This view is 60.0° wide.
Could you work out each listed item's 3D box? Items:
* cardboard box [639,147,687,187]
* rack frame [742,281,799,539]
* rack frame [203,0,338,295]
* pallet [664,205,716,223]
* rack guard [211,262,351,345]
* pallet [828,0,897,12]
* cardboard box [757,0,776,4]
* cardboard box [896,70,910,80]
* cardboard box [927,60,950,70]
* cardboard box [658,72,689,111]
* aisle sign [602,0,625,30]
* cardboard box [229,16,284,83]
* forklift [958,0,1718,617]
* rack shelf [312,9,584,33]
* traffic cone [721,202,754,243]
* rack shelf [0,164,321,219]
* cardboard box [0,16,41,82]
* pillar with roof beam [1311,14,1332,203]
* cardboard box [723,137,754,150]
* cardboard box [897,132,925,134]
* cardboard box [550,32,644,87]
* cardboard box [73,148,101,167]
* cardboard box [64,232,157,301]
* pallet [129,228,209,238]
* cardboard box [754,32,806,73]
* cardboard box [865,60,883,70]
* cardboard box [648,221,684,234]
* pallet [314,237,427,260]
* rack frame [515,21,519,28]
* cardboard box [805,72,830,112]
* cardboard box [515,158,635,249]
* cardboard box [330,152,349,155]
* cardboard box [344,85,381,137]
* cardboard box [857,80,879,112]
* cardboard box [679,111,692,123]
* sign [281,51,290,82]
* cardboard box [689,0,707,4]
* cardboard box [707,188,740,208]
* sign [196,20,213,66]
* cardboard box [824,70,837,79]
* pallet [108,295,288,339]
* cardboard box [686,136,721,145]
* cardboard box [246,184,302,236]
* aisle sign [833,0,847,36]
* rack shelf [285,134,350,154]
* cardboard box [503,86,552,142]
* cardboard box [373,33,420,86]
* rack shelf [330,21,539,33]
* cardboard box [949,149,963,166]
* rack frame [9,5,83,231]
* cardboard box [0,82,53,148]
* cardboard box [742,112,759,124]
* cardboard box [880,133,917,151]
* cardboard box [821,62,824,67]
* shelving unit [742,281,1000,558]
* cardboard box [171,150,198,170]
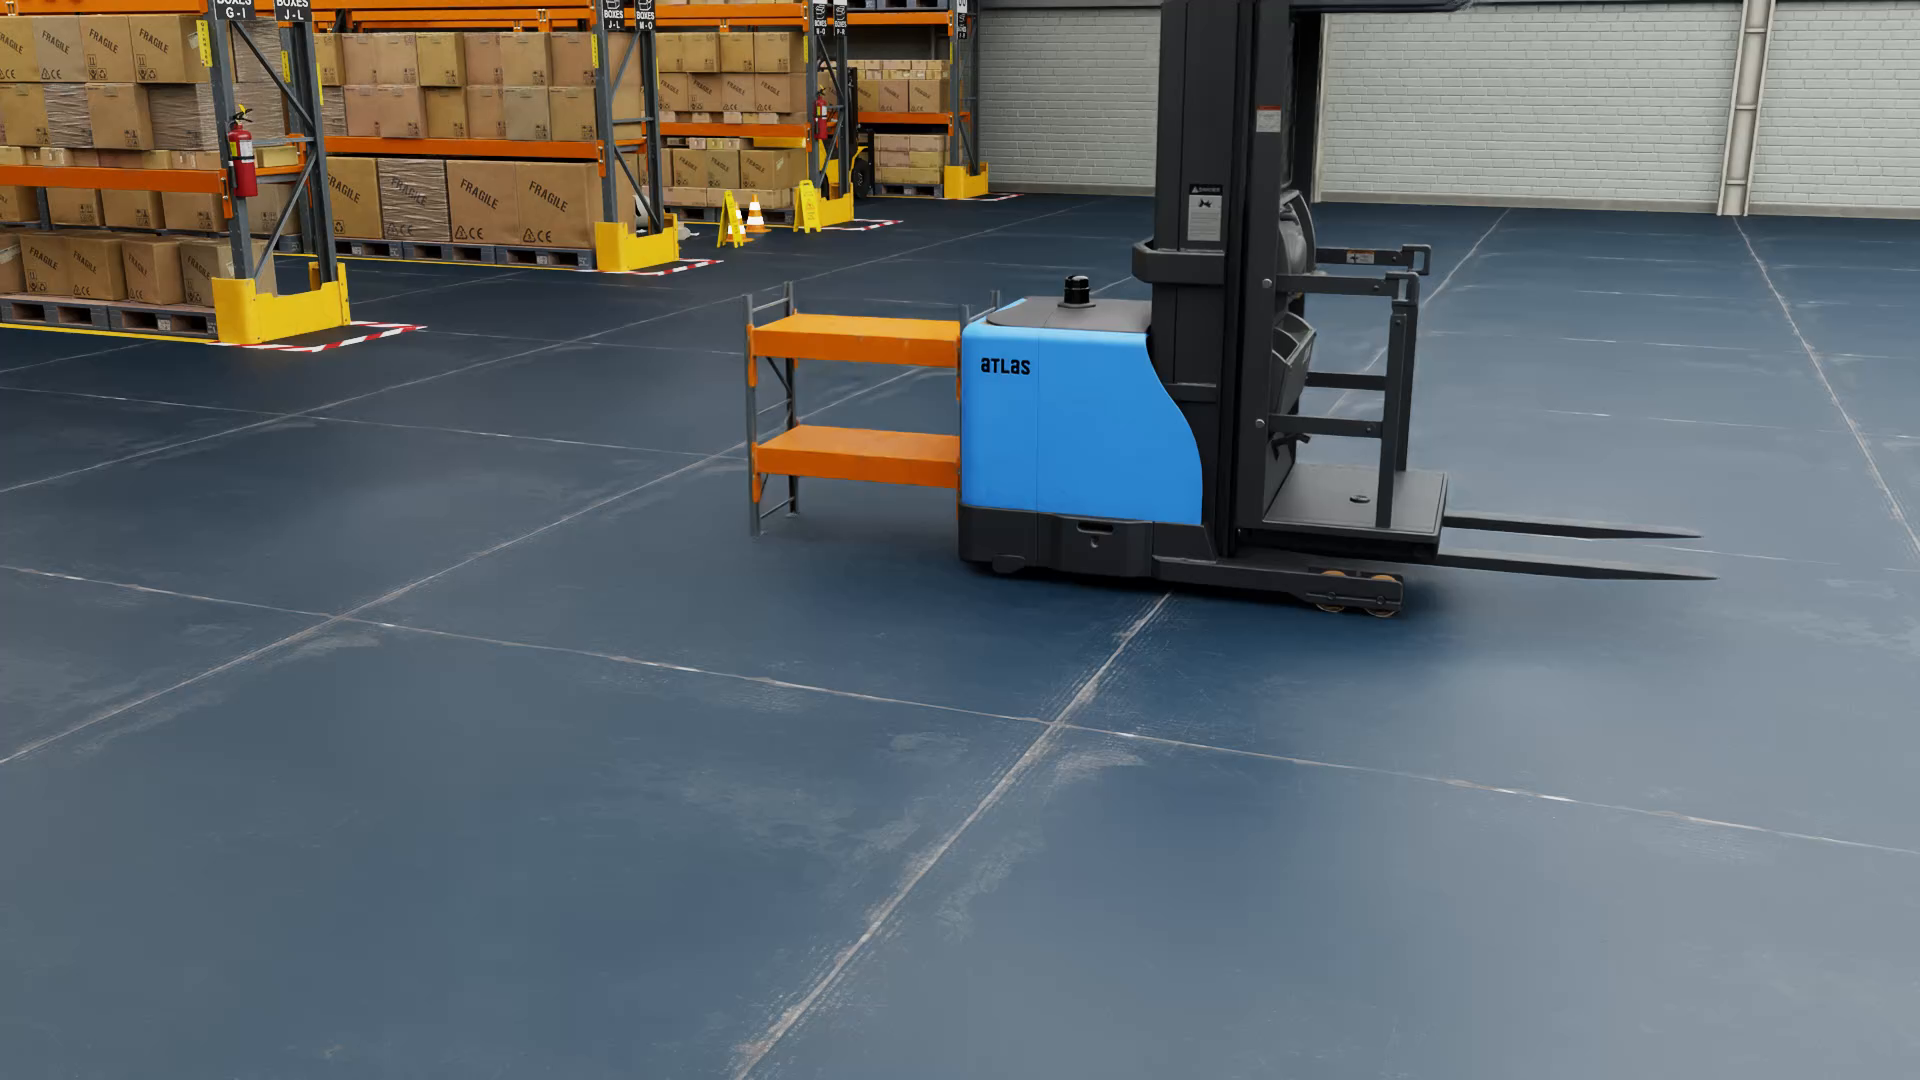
[{"bbox_3d":[-4.026,-5.097,22.684,0.500,0.500,0.500,7,18,24],"label":"cardboard box"},{"bbox_3d":[-0.878,-0.612,7.763,0.032,1.125,0.500,5,17,17],"label":"rack frame"},{"bbox_3d":[-5.375,-3.112,13.012,0.127,3.000,1.000,6,17,21],"label":"rack frame"},{"bbox_3d":[-3.683,-4.568,23.030,1.213,0.211,1.003,6,17,21],"label":"pallet"},{"bbox_3d":[-5.445,-1.919,13.388,0.348,0.500,1.175,6,17,21],"label":"rack guard"},{"bbox_3d":[-1.708,-8.571,26.596,1.213,0.211,1.003,6,17,21],"label":"pallet"},{"bbox_3d":[-2.416,-6.983,21.417,0.250,0.149,0.380,6,17,21],"label":"cardboard box"},{"bbox_3d":[-0.814,-7.353,26.279,0.250,0.149,0.380,7,17,22],"label":"cardboard box"},{"bbox_3d":[-0.331,-7.454,26.094,0.250,0.149,0.380,6,17,21],"label":"cardboard box"},{"bbox_3d":[-3.737,-6.018,22.311,0.500,0.500,0.500,6,17,21],"label":"cardboard box"},{"bbox_3d":[-3.505,-5.551,16.753,0.004,0.787,0.394,6,17,21],"label":"aisle sign"},{"bbox_3d":[-5.786,-3.910,13.255,0.500,0.500,0.500,6,17,21],"label":"cardboard box"},{"bbox_3d":[1.567,-1.266,6.779,3.031,2.935,1.130,5,17,17],"label":"forklift"},{"bbox_3d":[-7.320,-7.391,23.662,4.000,0.370,1.077,6,17,21],"label":"rack shelf"},{"bbox_3d":[-2.703,-3.850,20.107,0.334,0.463,0.336,6,17,21],"label":"traffic cone"},{"bbox_3d":[-7.235,-2.971,13.817,4.000,0.370,1.077,6,17,21],"label":"rack shelf"},{"bbox_3d":[-7.370,-3.930,13.324,0.500,0.500,0.500,6,17,21],"label":"cardboard box"},{"bbox_3d":[3.764,-8.426,20.555,0.400,9.000,9.100,6,17,21],"label":"pillar with roof beam"},{"bbox_3d":[-2.945,-5.269,22.114,0.250,0.149,0.380,7,18,22],"label":"cardboard box"},{"bbox_3d":[-0.764,-6.480,26.998,0.500,0.250,0.500,6,17,21],"label":"cardboard box"},{"bbox_3d":[-3.792,-5.027,17.402,0.550,0.550,0.875,6,17,21],"label":"cardboard box"},{"bbox_3d":[-6.884,-3.090,13.389,0.250,0.149,0.380,6,17,21],"label":"cardboard box"},{"bbox_3d":[-7.093,-2.303,13.955,0.500,0.500,0.500,8,18,26],"label":"cardboard box"},{"bbox_3d":[-9.066,-3.642,19.839,1.213,0.211,1.003,6,17,21],"label":"pallet"},{"bbox_3d":[-2.294,-6.349,21.656,0.500,0.500,0.700,6,17,19],"label":"cardboard box"},{"bbox_3d":[-1.313,-7.534,26.368,0.250,0.149,0.380,7,18,22],"label":"cardboard box"},{"bbox_3d":[-3.698,-3.923,20.920,0.380,0.149,0.250,-12,20,-37],"label":"cardboard box"},{"bbox_3d":[-6.503,-3.360,18.868,1.213,0.211,1.003,6,17,21],"label":"pallet"},{"bbox_3d":[-7.363,-7.788,29.120,0.127,3.000,1.000,6,17,21],"label":"rack frame"},{"bbox_3d":[-2.077,-5.993,22.225,0.500,0.500,0.500,6,17,20],"label":"cardboard box"},{"bbox_3d":[-4.116,-3.621,17.826,0.875,0.875,0.875,6,17,21],"label":"cardboard box"},{"bbox_3d":[-9.793,-5.774,25.240,0.875,0.875,0.875,6,17,20],"label":"cardboard box"},{"bbox_3d":[-6.314,-4.784,18.504,0.550,0.550,0.875,6,17,21],"label":"cardboard box"},{"bbox_3d":[-1.431,-7.108,26.598,0.500,0.500,0.500,6,17,20],"label":"cardboard box"},{"bbox_3d":[-3.580,-5.706,22.397,0.250,0.149,0.380,6,17,21],"label":"cardboard box"},{"bbox_3d":[-7.372,-5.173,18.179,0.005,0.325,0.100,6,17,21],"label":"sign"},{"bbox_3d":[-3.354,-7.104,21.835,0.250,0.149,0.380,6,17,19],"label":"cardboard box"},{"bbox_3d":[-3.068,-4.631,22.425,0.500,0.250,0.500,6,17,21],"label":"cardboard box"},{"bbox_3d":[-5.597,-3.678,12.318,0.005,0.325,0.100,6,17,21],"label":"sign"},{"bbox_3d":[-2.011,-7.474,26.697,0.250,0.149,0.380,6,17,19],"label":"cardboard box"},{"bbox_3d":[-6.188,-1.873,13.746,1.213,0.211,1.003,6,17,21],"label":"pallet"},{"bbox_3d":[-4.131,-6.491,28.157,0.625,0.625,0.875,7,18,23],"label":"cardboard box"},{"bbox_3d":[-7.792,-3.959,19.211,0.750,0.750,1.050,6,17,20],"label":"cardboard box"},{"bbox_3d":[-1.567,-7.005,21.758,0.004,0.787,0.394,6,17,21],"label":"aisle sign"},{"bbox_3d":[-9.042,-4.656,19.622,4.000,0.370,1.077,6,17,21],"label":"rack shelf"},{"bbox_3d":[-4.342,-4.537,17.652,0.550,0.550,0.875,6,17,21],"label":"cardboard box"},{"bbox_3d":[-5.845,-5.224,18.082,0.550,0.550,0.875,6,17,21],"label":"cardboard box"},{"bbox_3d":[-9.223,-9.088,29.507,4.000,0.370,1.077,6,17,21],"label":"rack shelf"},{"bbox_3d":[-0.282,-6.193,26.908,0.500,0.250,0.500,7,17,22],"label":"cardboard box"},{"bbox_3d":[-10.903,-5.206,20.227,0.127,3.000,1.000,6,17,21],"label":"rack frame"},{"bbox_3d":[-7.295,-3.503,13.646,0.500,0.500,0.875,6,17,21],"label":"cardboard box"},{"bbox_3d":[-2.672,-5.573,21.941,0.250,0.149,0.380,6,17,20],"label":"cardboard box"},{"bbox_3d":[-0.941,-6.348,26.545,0.500,0.250,0.500,7,17,22],"label":"cardboard box"},{"bbox_3d":[-2.226,-7.661,26.805,0.250,0.149,0.380,6,17,20],"label":"cardboard box"},{"bbox_3d":[-0.395,-0.568,7.613,1.048,1.125,0.538,5,17,17],"label":"shelving unit"},{"bbox_3d":[-5.948,-2.993,13.052,0.250,0.149,0.380,6,17,21],"label":"cardboard box"}]
